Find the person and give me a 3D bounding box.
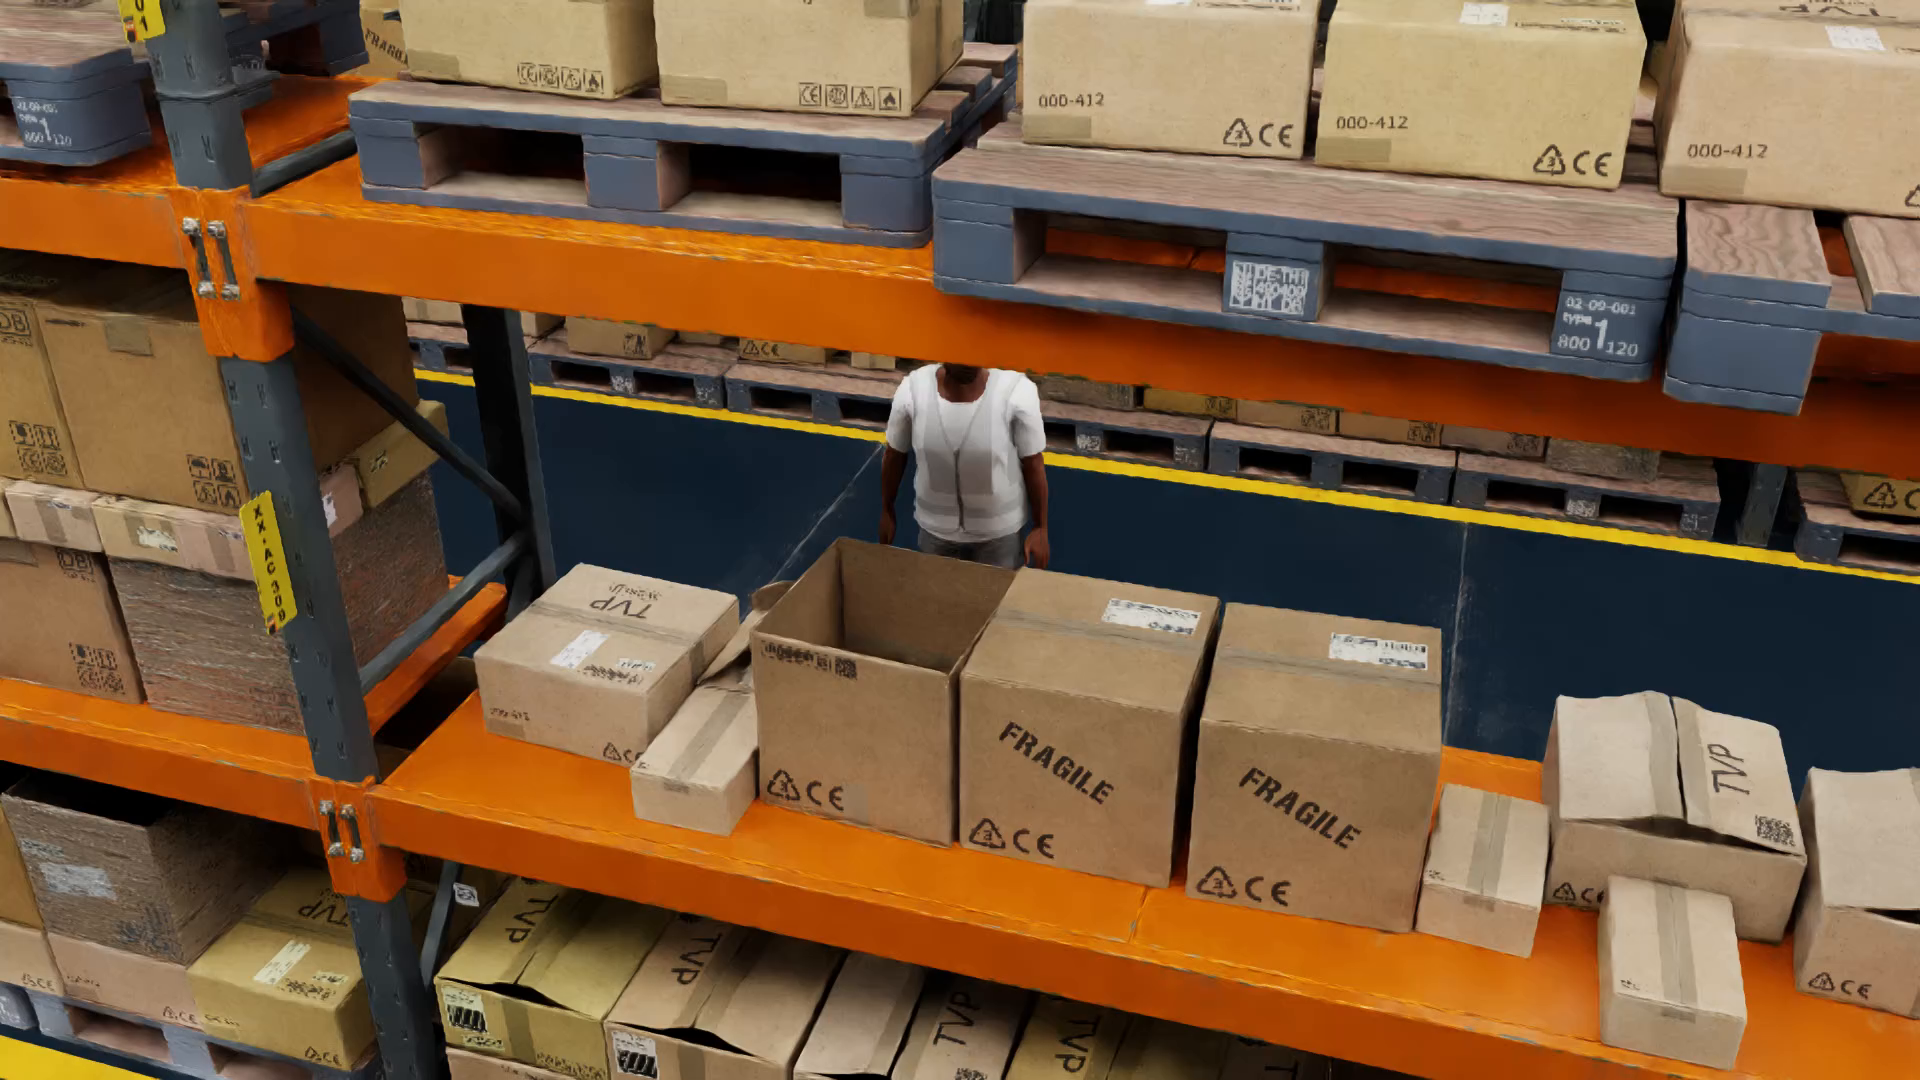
[{"bbox_3d":[-0.006,-0.034,6.121,0.682,1.770,0.479,7,30,12],"label":"person"}]
